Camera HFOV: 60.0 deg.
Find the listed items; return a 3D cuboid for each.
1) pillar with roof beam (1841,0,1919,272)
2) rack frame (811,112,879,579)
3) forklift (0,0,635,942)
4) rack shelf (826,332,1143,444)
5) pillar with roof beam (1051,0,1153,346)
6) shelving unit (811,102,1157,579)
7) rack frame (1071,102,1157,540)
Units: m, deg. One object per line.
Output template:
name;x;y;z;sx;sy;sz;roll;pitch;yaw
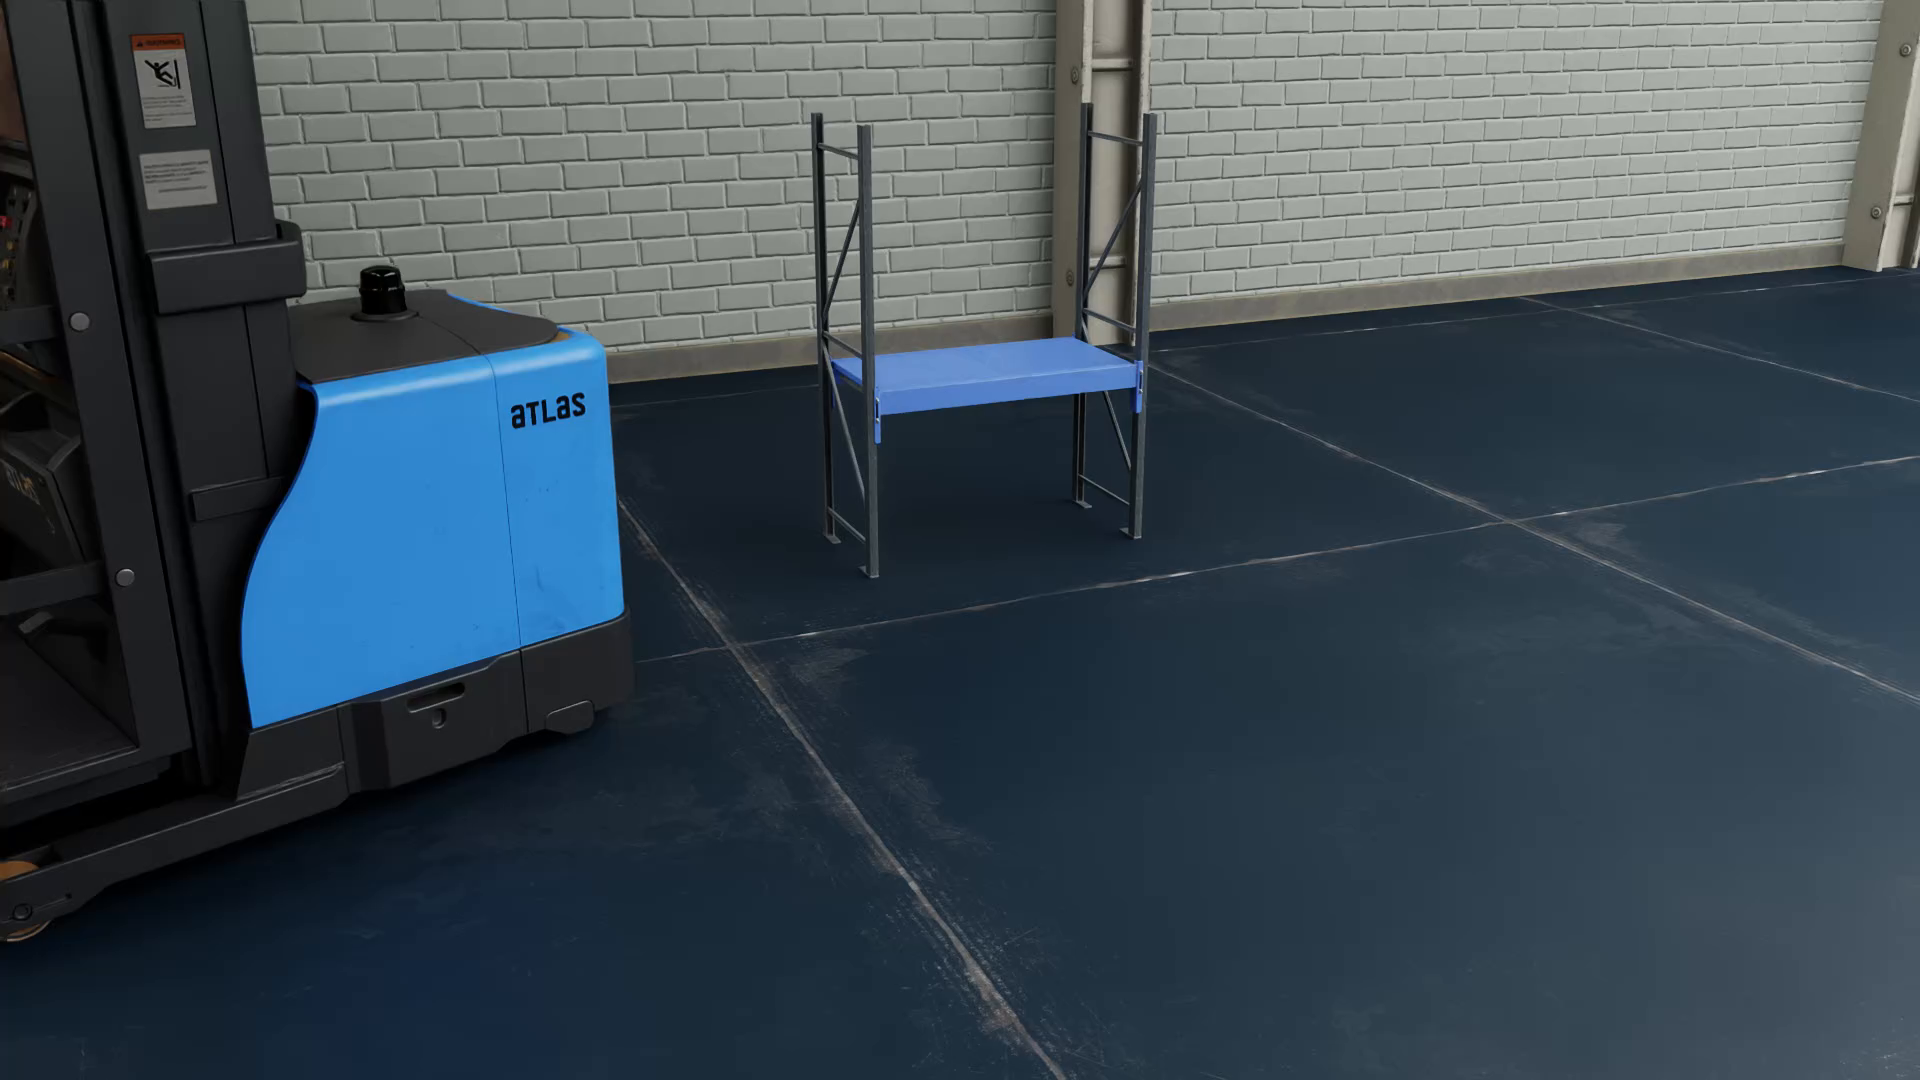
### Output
pillar with roof beam;7.952;-4.800;6.104;0.400;9.000;9.100;-8;21;-22
rack frame;-0.388;-0.652;5.615;0.032;1.500;0.500;-8;21;-22
forklift;-2.315;-0.670;3.513;3.031;2.935;1.130;-18;26;-41
rack shelf;0.078;-0.549;5.865;1.000;0.185;0.538;-8;21;-22
pillar with roof beam;2.443;-4.010;3.862;0.400;9.000;9.100;-8;21;-22
shelving unit;0.078;-0.719;5.805;1.048;1.500;0.538;-8;21;-22
rack frame;0.545;-0.786;5.995;0.032;1.500;0.500;-8;21;-22
